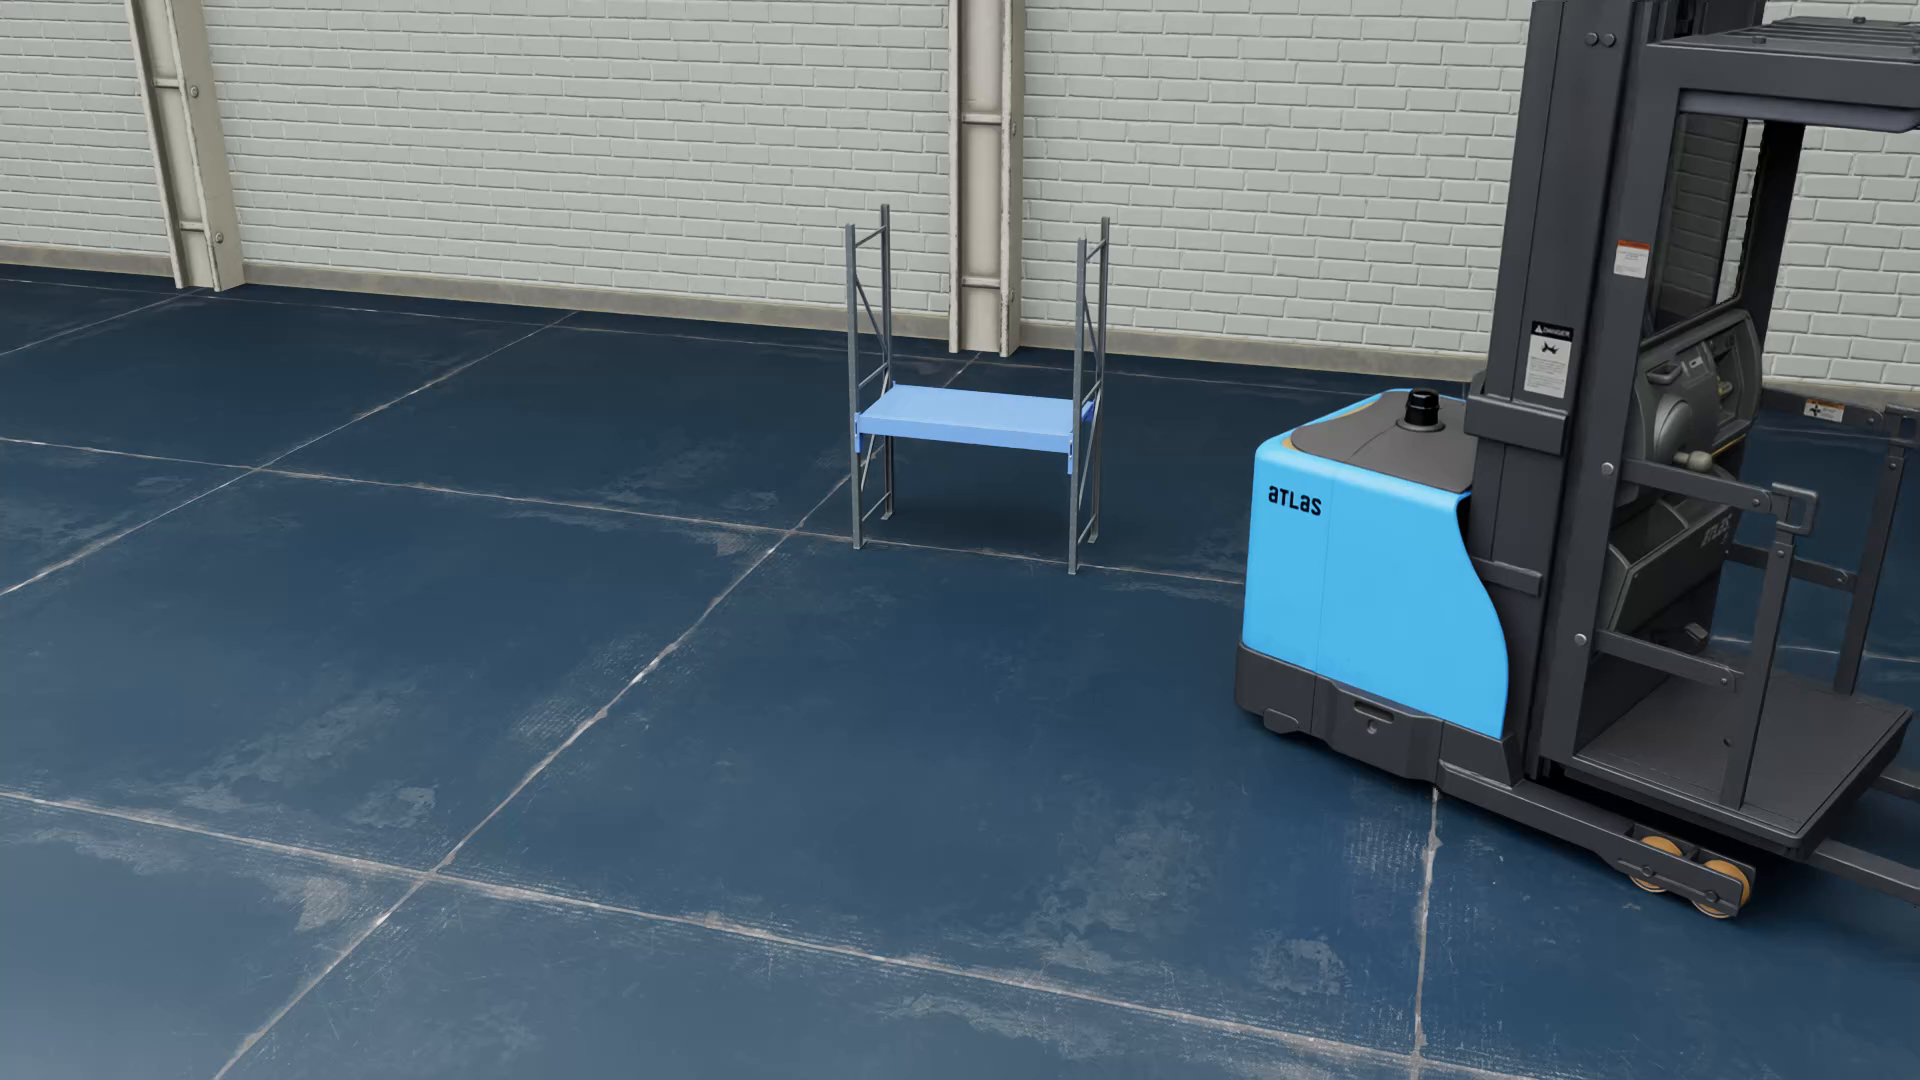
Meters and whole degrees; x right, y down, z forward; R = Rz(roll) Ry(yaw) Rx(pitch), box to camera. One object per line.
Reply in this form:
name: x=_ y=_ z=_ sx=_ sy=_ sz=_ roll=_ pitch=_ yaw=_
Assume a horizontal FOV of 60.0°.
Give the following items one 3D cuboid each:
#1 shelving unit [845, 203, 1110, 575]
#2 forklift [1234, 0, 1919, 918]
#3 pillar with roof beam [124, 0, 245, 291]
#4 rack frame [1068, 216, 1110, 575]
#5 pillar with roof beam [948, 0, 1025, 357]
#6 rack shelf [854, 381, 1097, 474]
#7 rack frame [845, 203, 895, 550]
shelving unit: x=0.082 y=-0.685 z=7.463 sx=1.048 sy=1.500 sz=0.538 roll=7 pitch=23 yaw=16
forklift: x=2.425 y=-0.444 z=4.991 sx=3.031 sy=2.935 sz=1.130 roll=20 pitch=30 yaw=40
pillar with roof beam: x=-6.826 y=-4.503 z=6.891 sx=0.400 sy=9.000 sz=9.100 roll=7 pitch=23 yaw=16
rack frame: x=0.568 y=-0.629 z=7.327 sx=0.032 sy=1.500 sz=0.500 roll=7 pitch=23 yaw=16
pillar with roof beam: x=-1.082 y=-3.846 z=5.288 sx=0.400 sy=9.000 sz=9.100 roll=7 pitch=23 yaw=16
rack shelf: x=0.082 y=-0.518 z=7.531 sx=1.000 sy=0.185 sz=0.538 roll=7 pitch=23 yaw=16
rack frame: x=-0.405 y=-0.740 z=7.598 sx=0.032 sy=1.500 sz=0.500 roll=7 pitch=23 yaw=16
